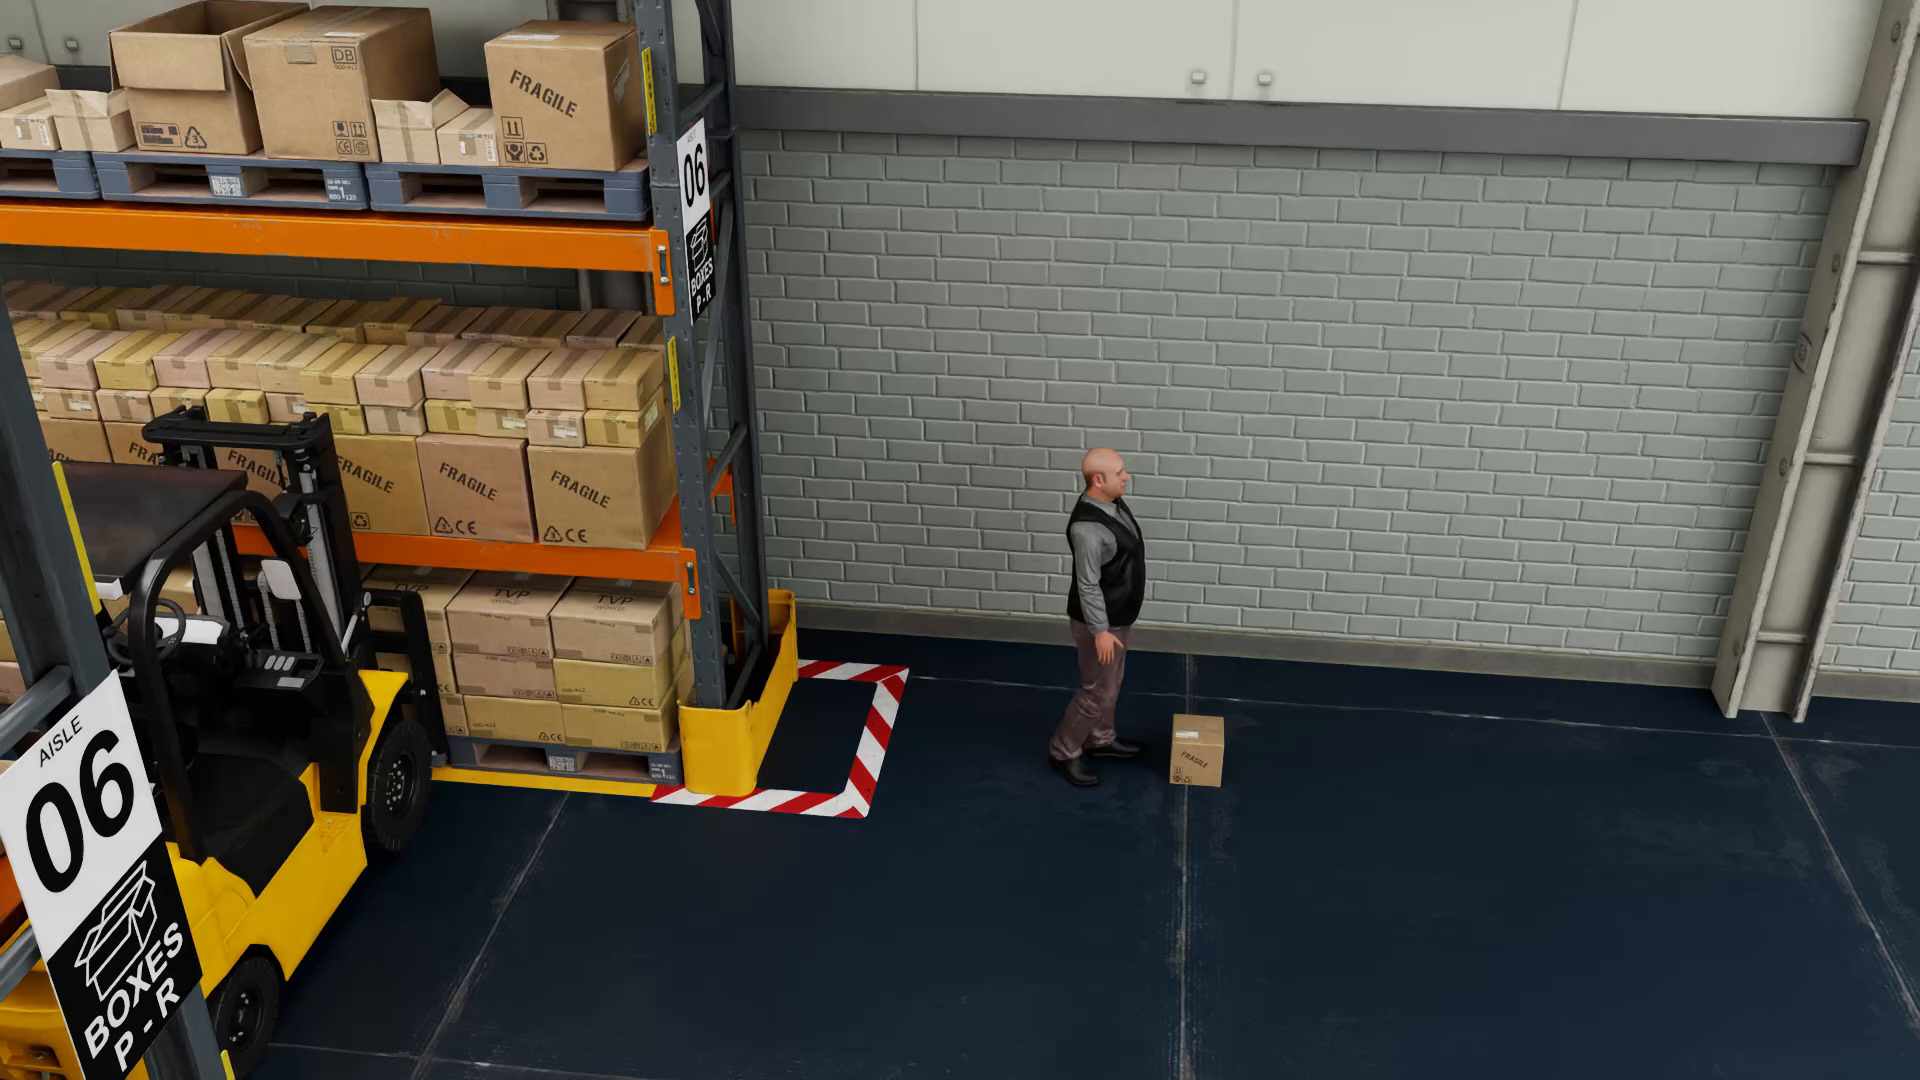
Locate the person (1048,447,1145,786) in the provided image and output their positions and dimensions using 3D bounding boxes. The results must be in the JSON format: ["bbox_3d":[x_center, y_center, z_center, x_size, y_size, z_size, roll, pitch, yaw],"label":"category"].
[{"bbox_3d":[0.683,0.358,7.961,0.453,1.722,0.562,7,29,13],"label":"person"}]
